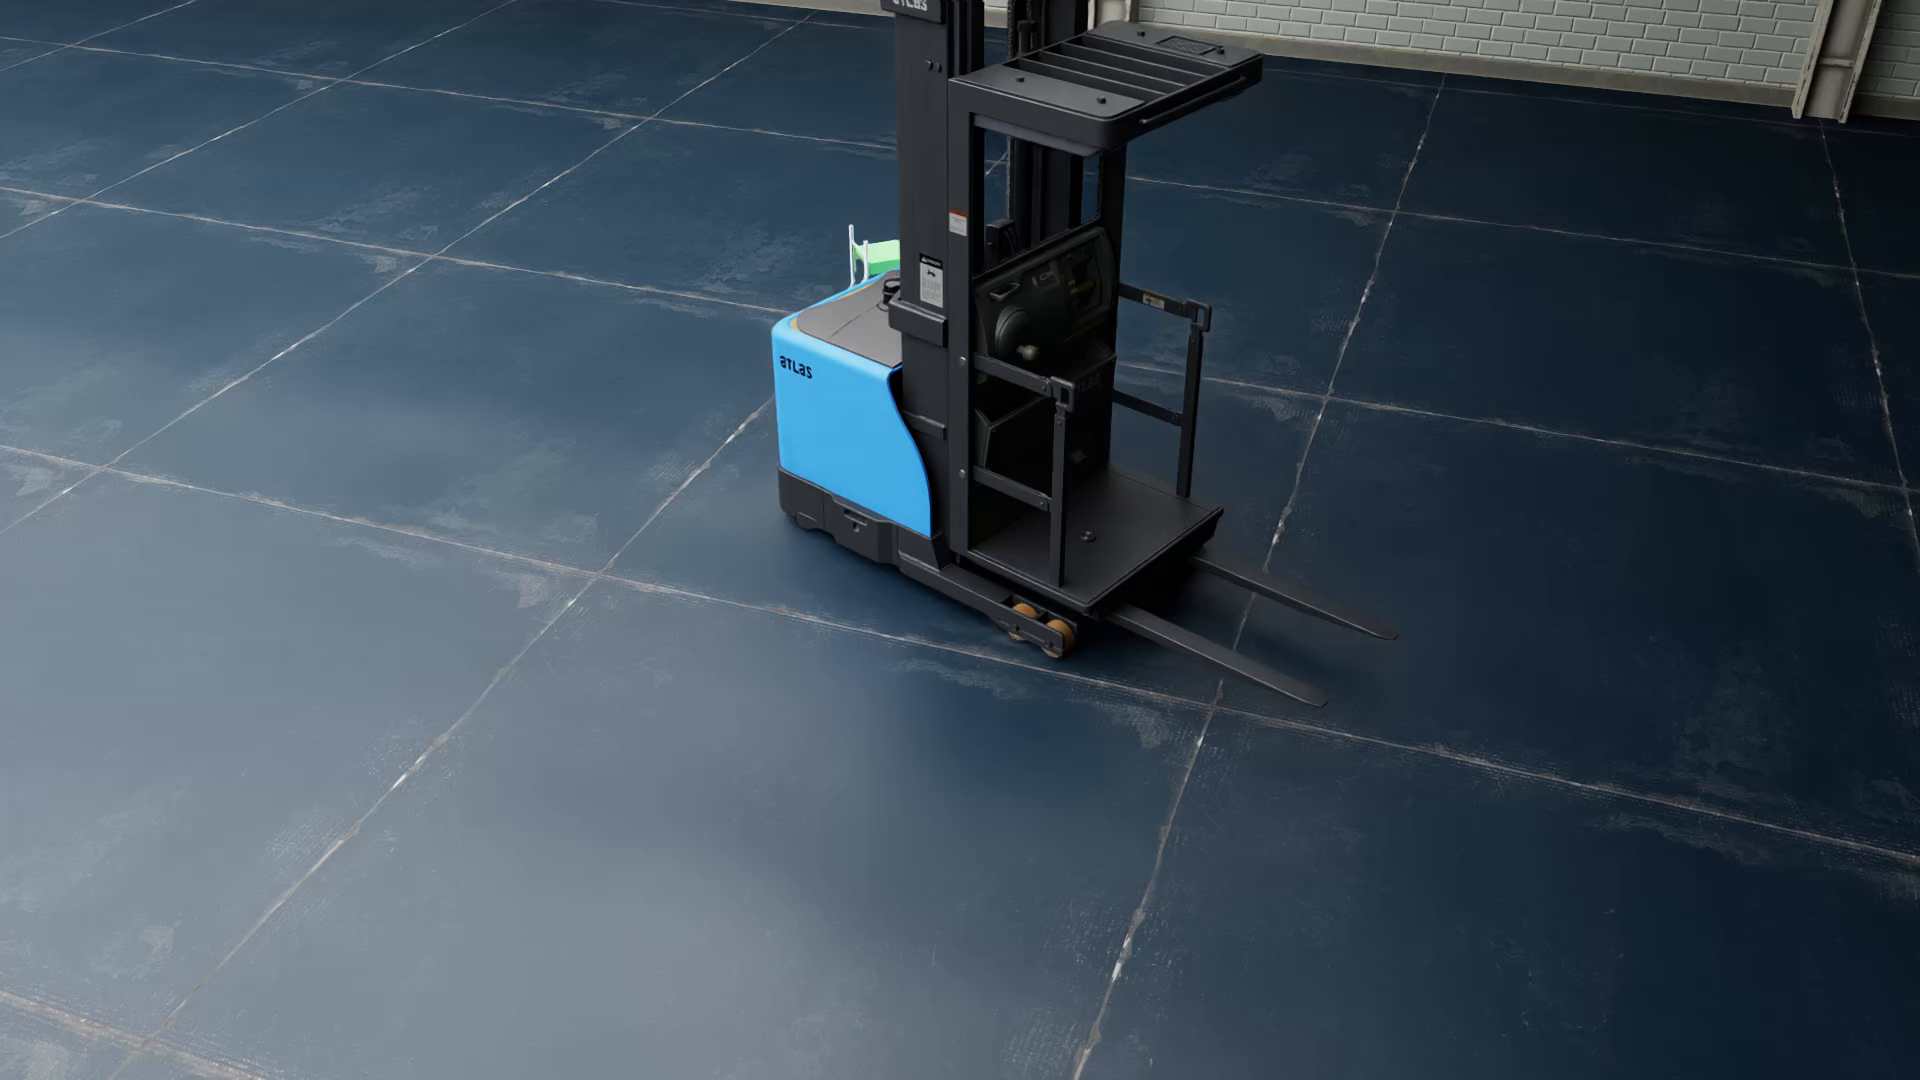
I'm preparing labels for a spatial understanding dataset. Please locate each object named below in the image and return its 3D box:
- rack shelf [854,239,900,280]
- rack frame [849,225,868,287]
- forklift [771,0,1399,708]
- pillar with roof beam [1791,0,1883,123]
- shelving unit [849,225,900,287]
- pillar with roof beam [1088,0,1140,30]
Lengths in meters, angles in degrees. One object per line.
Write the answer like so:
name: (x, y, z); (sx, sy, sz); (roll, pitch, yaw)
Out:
rack shelf: (-0.291, -1.455, 8.629); (0.480, 0.148, 0.258); (-13, 35, -19)
rack frame: (-0.515, -1.053, 8.773); (0.015, 1.200, 0.240); (-13, 35, -19)
forklift: (0.539, -1.032, 7.146); (3.031, 2.935, 1.130); (25, 40, 33)
pillar with roof beam: (5.602, -5.076, 7.816); (0.400, 9.000, 9.100); (11, 34, 16)
shelving unit: (-0.290, -1.104, 8.852); (0.503, 1.200, 0.258); (-13, 35, -19)
pillar with roof beam: (-0.046, -6.174, 9.517); (0.400, 9.000, 9.100); (11, 34, 16)
